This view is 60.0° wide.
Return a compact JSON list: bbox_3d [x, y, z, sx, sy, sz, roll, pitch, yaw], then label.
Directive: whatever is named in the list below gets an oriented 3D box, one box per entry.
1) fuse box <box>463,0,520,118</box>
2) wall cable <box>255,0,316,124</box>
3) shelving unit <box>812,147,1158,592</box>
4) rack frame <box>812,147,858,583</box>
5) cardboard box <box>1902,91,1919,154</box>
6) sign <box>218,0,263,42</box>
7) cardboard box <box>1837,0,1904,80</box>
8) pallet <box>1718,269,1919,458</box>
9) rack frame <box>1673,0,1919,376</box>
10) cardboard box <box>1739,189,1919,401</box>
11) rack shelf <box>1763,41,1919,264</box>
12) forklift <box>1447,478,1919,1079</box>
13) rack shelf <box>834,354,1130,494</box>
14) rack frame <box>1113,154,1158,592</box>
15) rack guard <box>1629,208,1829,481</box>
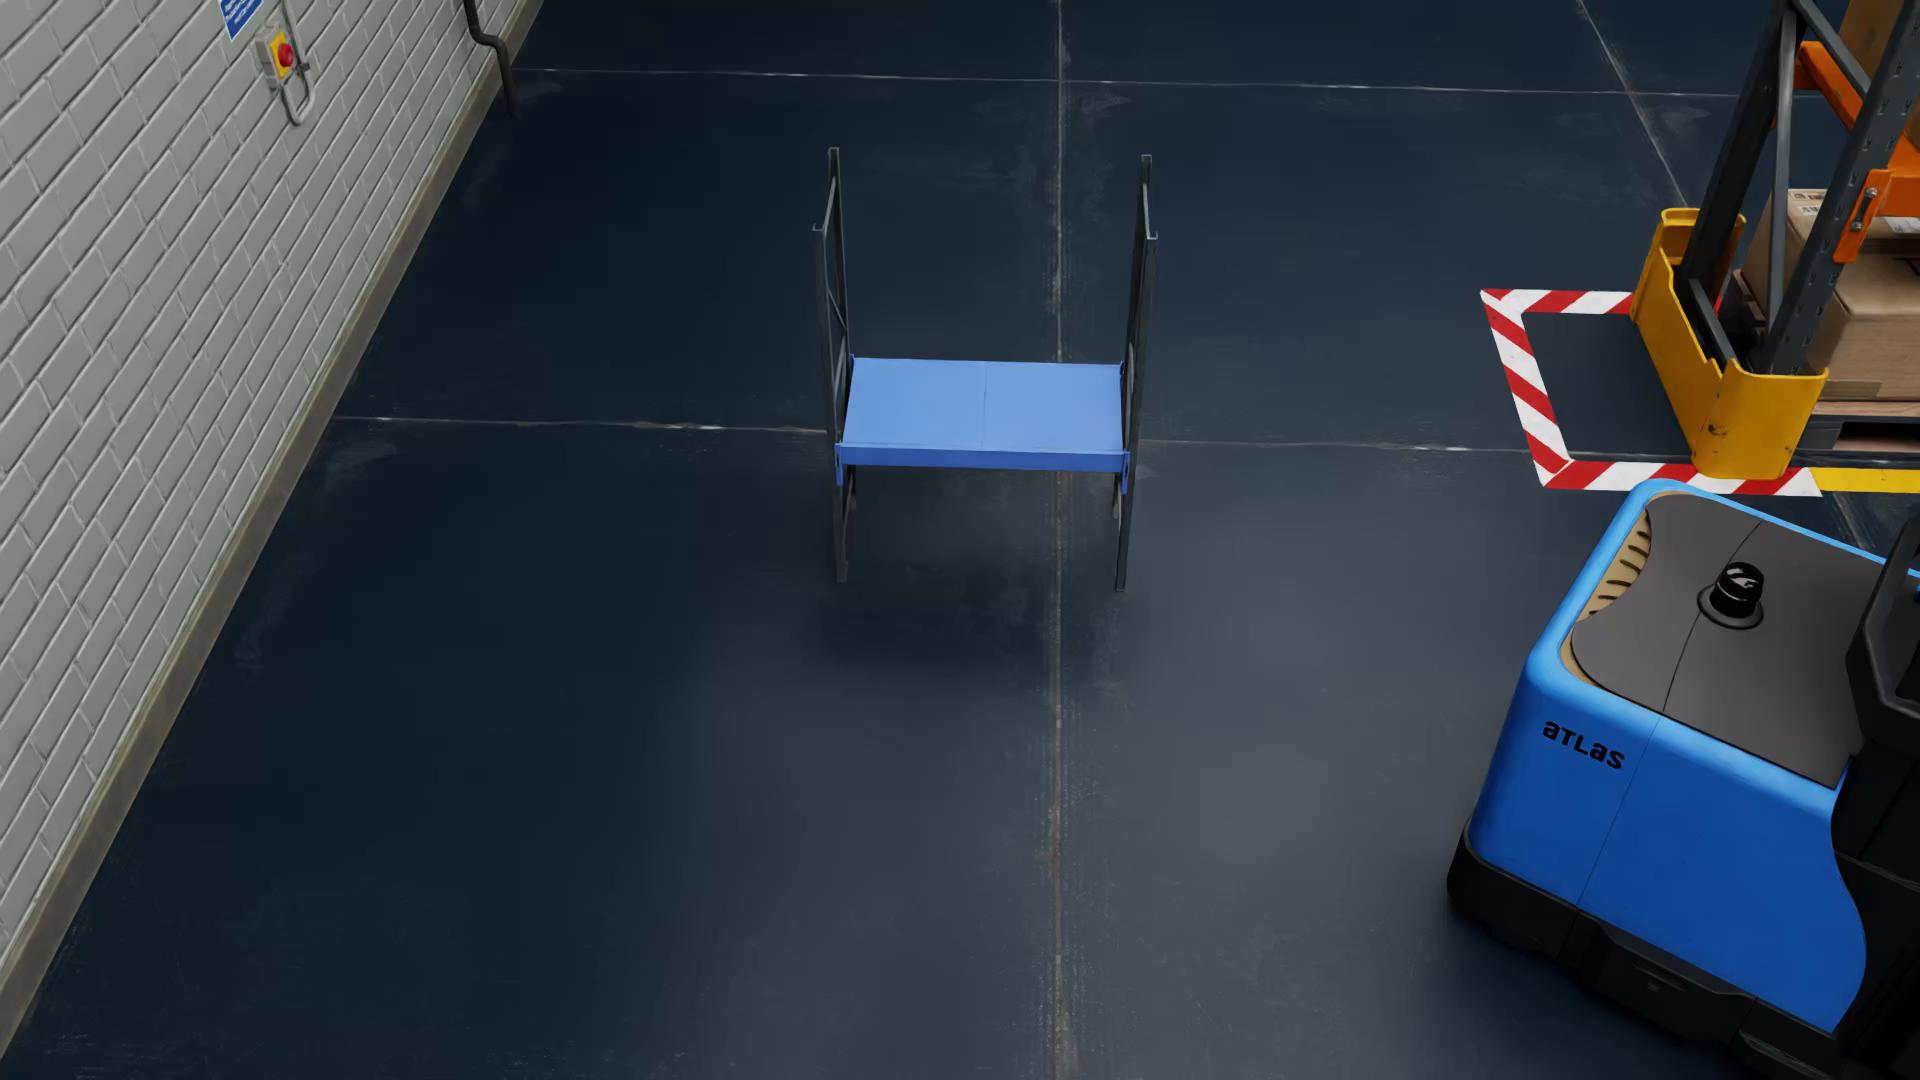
[{"bbox_3d":[-2.277,-2.843,8.047,0.414,1.711,0.539,2,43,2],"label":"fuse box"},{"bbox_3d":[-2.517,-2.272,5.720,0.123,1.953,0.585,2,43,2],"label":"wall cable"},{"bbox_3d":[0.085,-0.546,5.736,1.048,1.500,0.538,2,43,2],"label":"shelving unit"},{"bbox_3d":[-0.423,-0.562,5.753,0.032,1.500,0.500,2,43,2],"label":"rack frame"},{"bbox_3d":[3.583,-1.558,5.648,0.500,0.500,0.500,1,43,2],"label":"cardboard box"},{"bbox_3d":[-2.581,-1.957,5.951,0.001,0.218,0.327,2,43,2],"label":"sign"},{"bbox_3d":[3.610,-1.934,6.052,0.500,0.500,0.500,2,43,2],"label":"cardboard box"},{"bbox_3d":[3.919,-0.740,6.889,1.213,0.211,1.003,2,43,2],"label":"pallet"},{"bbox_3d":[3.117,-1.732,5.908,0.127,3.000,1.000,2,43,2],"label":"rack frame"},{"bbox_3d":[3.780,-0.996,6.690,0.875,0.438,0.875,0,43,0],"label":"cardboard box"},{"bbox_3d":[5.115,-1.407,6.087,4.000,0.370,1.077,2,43,2],"label":"rack shelf"},{"bbox_3d":[2.967,0.354,3.720,3.031,2.935,1.130,26,49,25],"label":"forklift"},{"bbox_3d":[0.085,-0.415,5.859,1.000,0.185,0.538,2,43,2],"label":"rack shelf"},{"bbox_3d":[0.593,-0.531,5.719,0.032,1.500,0.500,2,43,2],"label":"rack frame"},{"bbox_3d":[3.093,-0.818,6.761,0.348,0.500,1.175,2,43,2],"label":"rack guard"}]
